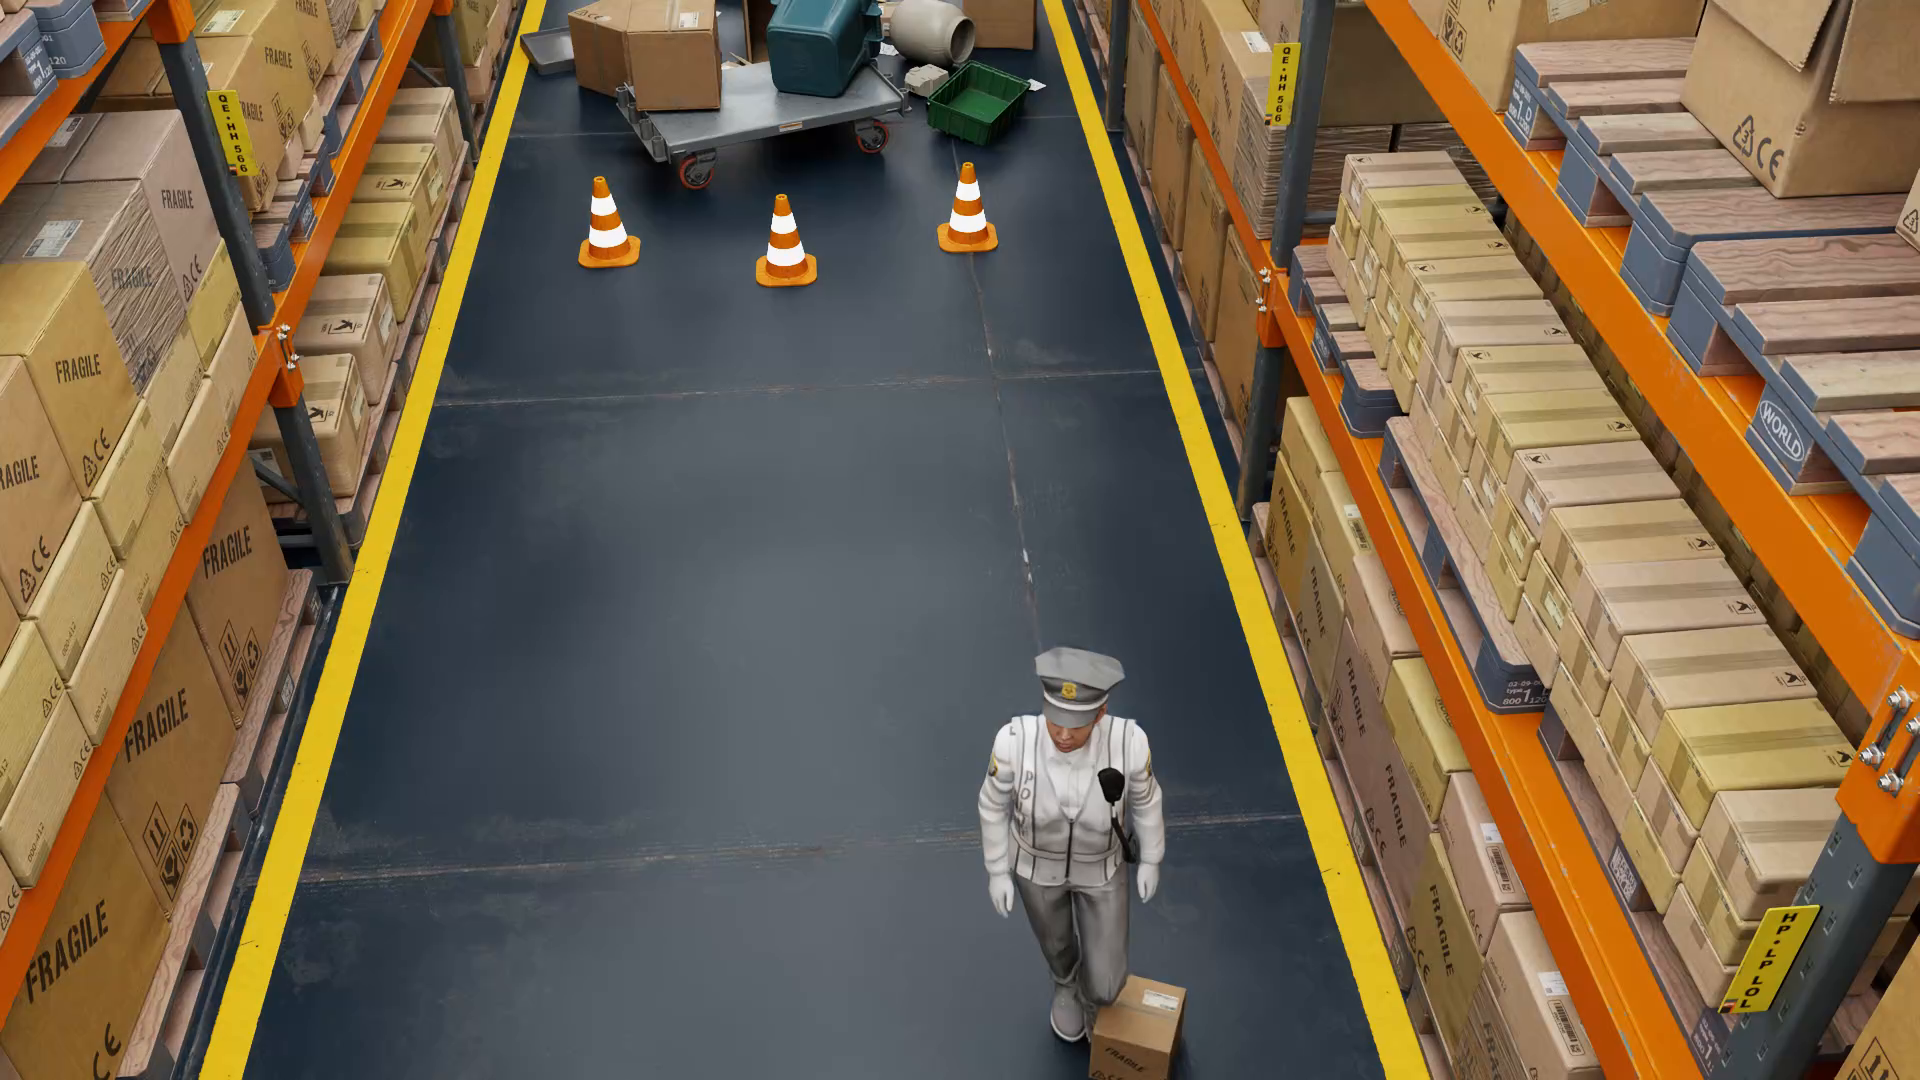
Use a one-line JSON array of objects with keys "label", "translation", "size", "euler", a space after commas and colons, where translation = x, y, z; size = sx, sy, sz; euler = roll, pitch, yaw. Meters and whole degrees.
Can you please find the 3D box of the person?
[{"label": "person", "translation": [0.327, 0.970, 4.938], "size": [0.557, 1.688, 0.476], "euler": [3, 39, 3]}]
